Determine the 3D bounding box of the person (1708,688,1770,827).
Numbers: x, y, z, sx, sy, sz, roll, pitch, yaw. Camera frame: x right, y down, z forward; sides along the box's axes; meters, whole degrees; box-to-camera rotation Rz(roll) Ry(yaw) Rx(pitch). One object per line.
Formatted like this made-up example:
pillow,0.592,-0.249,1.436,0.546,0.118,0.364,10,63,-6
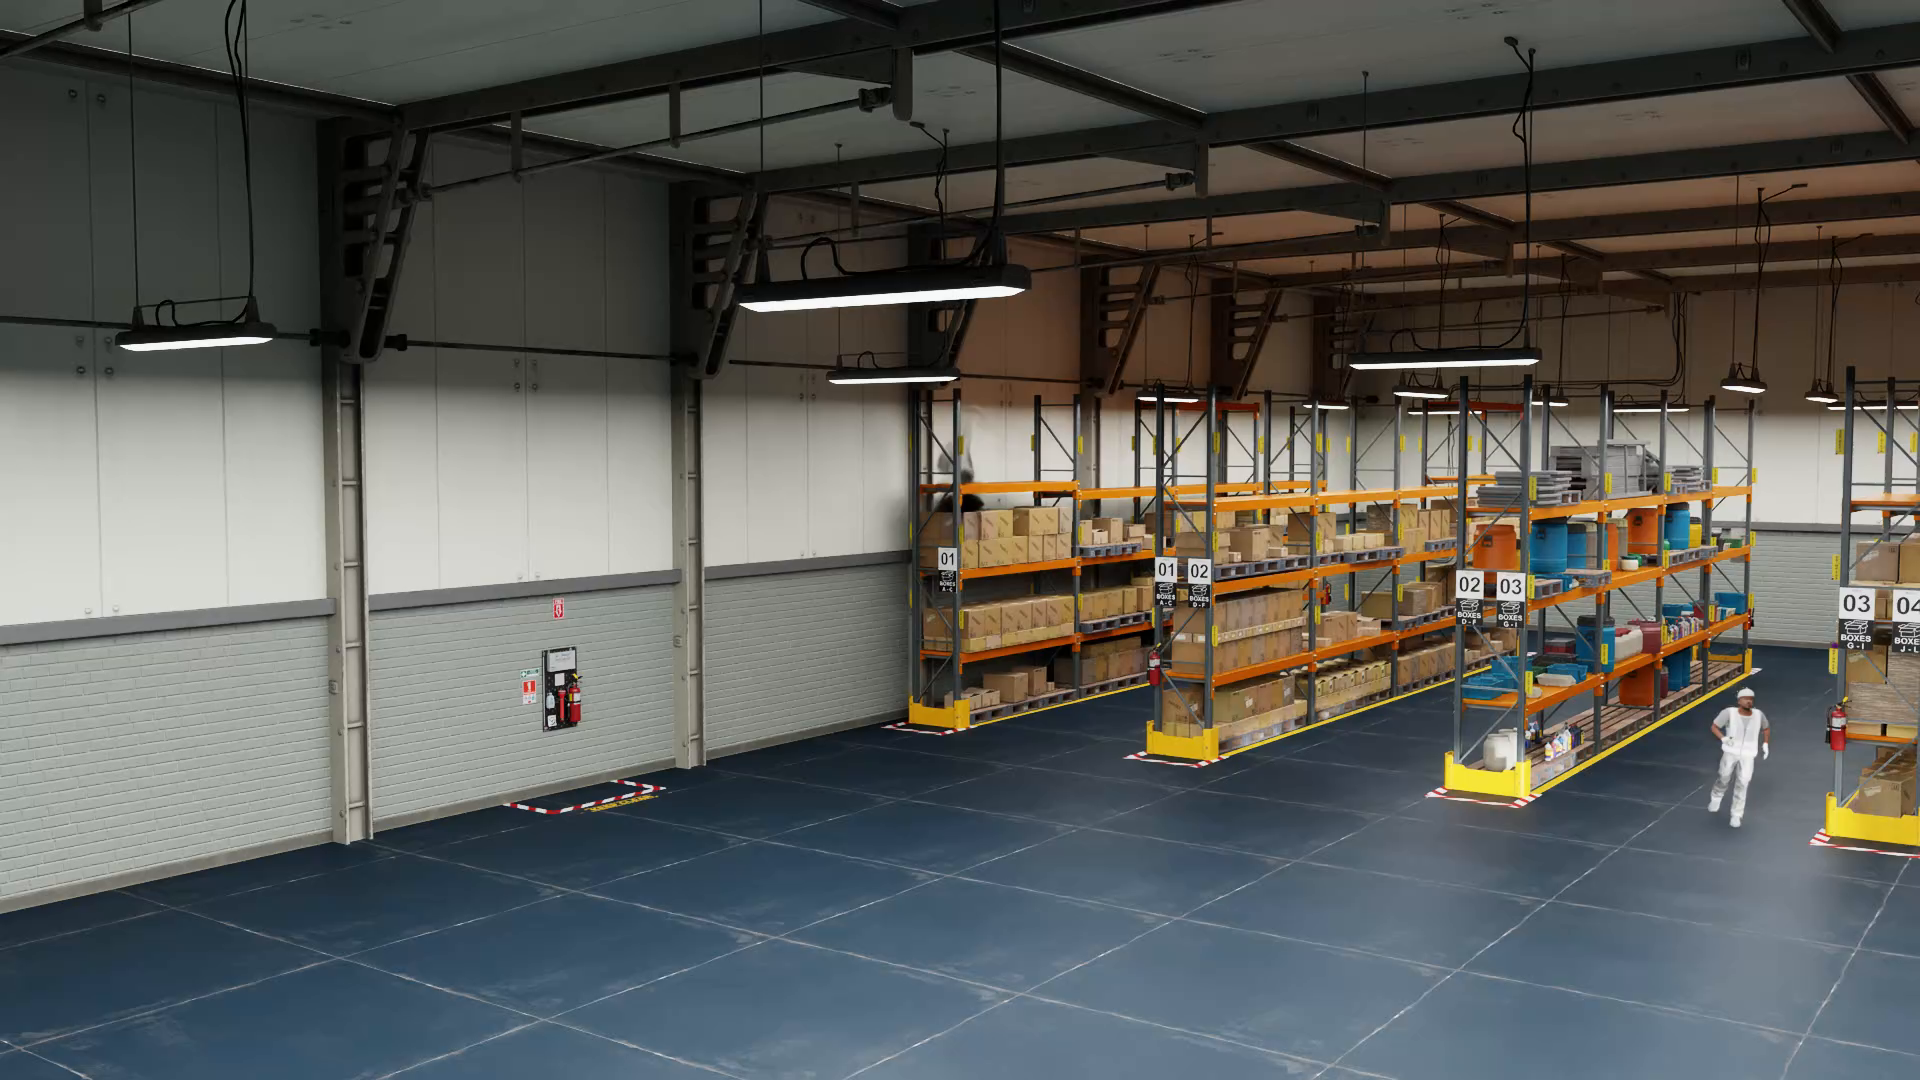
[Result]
person,10.367,2.849,22.074,0.744,1.762,0.967,1,3,17

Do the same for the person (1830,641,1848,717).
person,16.156,2.436,30.169,0.685,1.679,0.781,2,4,27
